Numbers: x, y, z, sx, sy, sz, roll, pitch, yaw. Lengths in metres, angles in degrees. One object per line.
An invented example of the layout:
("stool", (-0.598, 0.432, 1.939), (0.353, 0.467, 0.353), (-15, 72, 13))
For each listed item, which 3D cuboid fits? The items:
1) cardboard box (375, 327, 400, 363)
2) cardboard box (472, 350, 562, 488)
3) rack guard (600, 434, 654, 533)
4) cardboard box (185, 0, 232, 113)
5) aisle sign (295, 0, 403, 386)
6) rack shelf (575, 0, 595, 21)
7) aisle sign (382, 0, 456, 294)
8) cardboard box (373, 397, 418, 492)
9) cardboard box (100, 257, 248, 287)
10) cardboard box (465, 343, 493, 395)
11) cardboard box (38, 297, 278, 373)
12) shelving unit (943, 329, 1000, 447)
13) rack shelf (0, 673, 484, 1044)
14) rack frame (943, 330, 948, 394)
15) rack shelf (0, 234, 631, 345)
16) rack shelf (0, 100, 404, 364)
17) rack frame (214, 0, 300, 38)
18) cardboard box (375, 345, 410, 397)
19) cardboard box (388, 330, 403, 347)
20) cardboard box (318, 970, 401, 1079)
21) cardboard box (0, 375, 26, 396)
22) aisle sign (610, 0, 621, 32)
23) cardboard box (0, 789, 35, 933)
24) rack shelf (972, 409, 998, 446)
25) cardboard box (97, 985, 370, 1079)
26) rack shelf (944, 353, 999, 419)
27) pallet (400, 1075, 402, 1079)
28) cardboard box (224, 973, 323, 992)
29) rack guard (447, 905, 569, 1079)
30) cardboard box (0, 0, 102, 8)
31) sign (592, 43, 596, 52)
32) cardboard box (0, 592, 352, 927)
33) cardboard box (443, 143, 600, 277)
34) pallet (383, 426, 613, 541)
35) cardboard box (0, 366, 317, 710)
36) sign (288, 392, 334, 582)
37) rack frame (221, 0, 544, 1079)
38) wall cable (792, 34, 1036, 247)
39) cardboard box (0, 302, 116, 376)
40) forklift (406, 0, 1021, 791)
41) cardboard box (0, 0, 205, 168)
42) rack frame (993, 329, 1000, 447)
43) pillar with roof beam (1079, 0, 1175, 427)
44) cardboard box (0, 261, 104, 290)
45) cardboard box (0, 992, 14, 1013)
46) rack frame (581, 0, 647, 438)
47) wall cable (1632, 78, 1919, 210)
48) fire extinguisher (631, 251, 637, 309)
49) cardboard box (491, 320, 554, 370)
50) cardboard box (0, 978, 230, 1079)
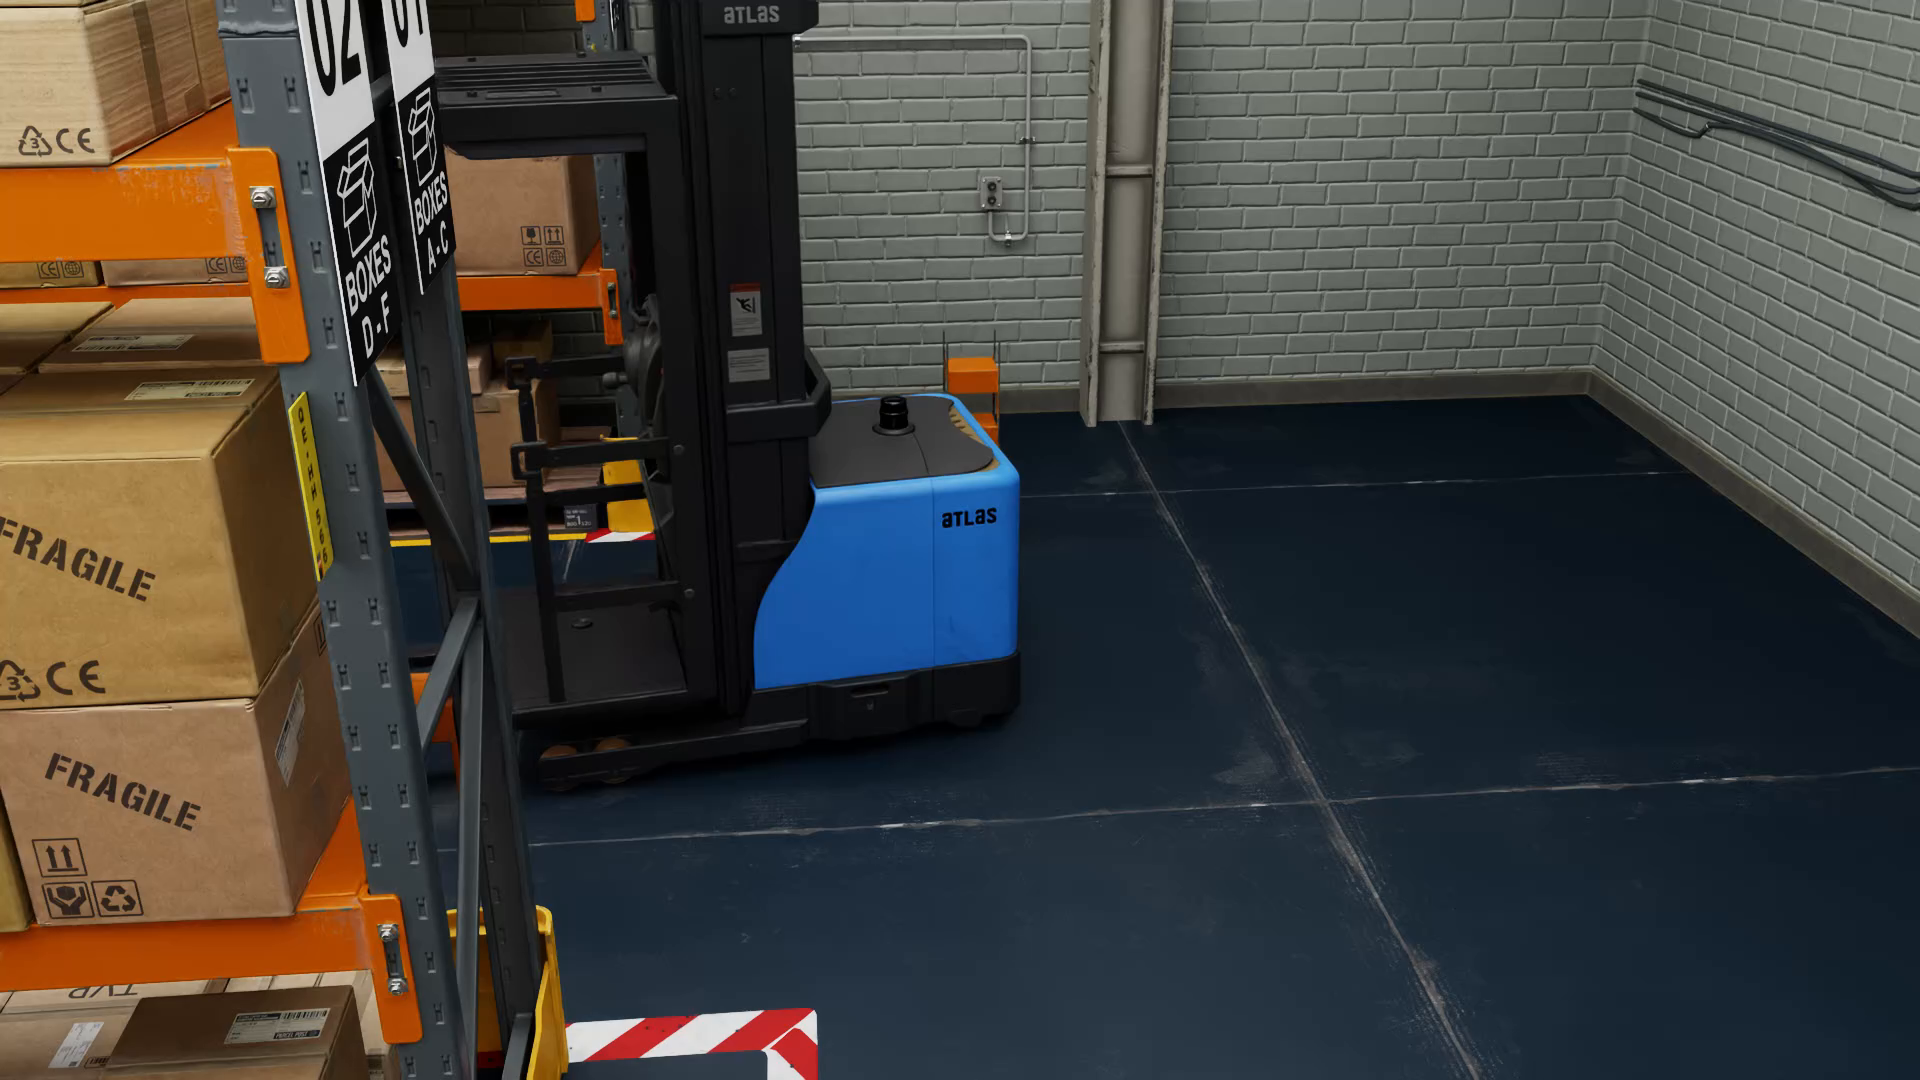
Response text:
("cardboard box", (-3.011, -0.980, 8.523), (0.250, 0.149, 0.380), (-2, 24, -5))
("cardboard box", (-2.362, -0.628, 8.530), (0.500, 0.500, 0.700), (-2, 24, -5))
("rack guard", (-1.652, -0.505, 8.772), (0.348, 0.500, 1.175), (-2, 24, -5))
("cardboard box", (-1.721, -1.029, 3.364), (0.500, 0.250, 0.500), (-2, 24, -5))
("aisle sign", (-1.087, -0.711, 2.957), (0.004, 0.787, 0.394), (-2, 24, -5))
("rack shelf", (-3.666, -2.609, 7.619), (4.000, 0.370, 1.077), (-2, 24, -5))
("aisle sign", (-1.146, -0.954, 3.503), (0.004, 0.787, 0.394), (-2, 24, -5))
("cardboard box", (-2.860, -0.608, 8.485), (0.500, 0.500, 0.700), (-2, 24, -5))
("cardboard box", (-3.665, -1.699, 8.010), (0.700, 0.700, 0.980), (-3, 24, -8))
("cardboard box", (-2.472, -0.846, 8.221), (0.250, 0.149, 0.380), (-3, 24, -6))
("cardboard box", (-1.652, -0.236, 3.734), (0.500, 0.500, 0.500), (-2, 24, -4))
("shelving unit", (0.053, -0.482, 8.042), (0.252, 1.050, 0.215), (-2, 24, -5))
("rack shelf", (-3.175, 0.764, 3.724), (4.000, 0.370, 1.077), (-2, 24, -5))
("rack frame", (-0.068, -0.477, 8.031), (0.008, 1.050, 0.200), (-2, 24, -5))
("rack shelf", (-3.666, -1.238, 8.228), (4.000, 0.370, 1.077), (-2, 24, -5))
("rack shelf", (-3.175, -0.607, 3.115), (4.000, 0.370, 1.077), (-2, 24, -5))
("rack frame", (-1.185, -2.386, 2.539), (0.127, 3.000, 1.000), (-2, 24, -5))
("cardboard box", (-2.726, -0.835, 8.198), (0.250, 0.149, 0.380), (-2, 24, -4))
("cardboard box", (-2.762, -0.990, 8.545), (0.250, 0.149, 0.380), (-2, 24, -5))
("cardboard box", (-1.635, 1.335, 4.522), (0.250, 0.149, 0.380), (-2, 24, -5))
("cardboard box", (-2.103, 0.002, 3.198), (0.500, 0.500, 0.500), (-2, 24, -4))
("aisle sign", (-1.574, -2.716, 7.467), (0.004, 0.787, 0.394), (-2, 24, -5))
("cardboard box", (-2.120, 0.460, 3.400), (0.500, 0.500, 0.500), (-2, 24, -5))
("rack shelf", (0.053, -0.472, 8.046), (0.240, 0.259, 0.215), (-2, 24, -5))
("cardboard box", (-1.702, 1.418, 3.903), (0.500, 0.500, 0.500), (-2, 24, -5))
("rack shelf", (0.053, -0.732, 7.931), (0.240, 0.259, 0.215), (-2, 24, -5))
("pallet", (-2.054, 1.665, 4.245), (1.213, 0.211, 1.003), (-2, 24, -5))
("cardboard box", (-1.884, 1.337, 4.496), (0.250, 0.166, 0.380), (-2, 24, -5))
("rack guard", (-1.260, 1.501, 4.258), (0.348, 0.500, 1.175), (-2, 24, -5))
("cardboard box", (-1.671, -1.052, 2.799), (0.500, 0.250, 0.500), (-2, 24, -5))
("sign", (-1.636, -2.064, 7.484), (0.005, 0.325, 0.100), (-2, 24, -5))
("cardboard box", (-1.604, 0.438, 3.449), (0.500, 0.500, 0.500), (-2, 24, -4))
("cardboard box", (-2.182, -1.759, 8.146), (0.700, 0.700, 0.980), (-1, 24, -3))
("pallet", (-2.463, -0.309, 8.685), (1.213, 0.211, 1.003), (-2, 24, -5))
("cardboard box", (-1.601, -0.018, 3.244), (0.500, 0.500, 0.500), (-3, 24, -6))
("sign", (-1.150, -0.093, 2.952), (0.005, 0.325, 0.100), (-2, 24, -5))
("rack frame", (-1.185, 0.355, 3.757), (0.127, 3.000, 1.000), (-2, 24, -5))
("wall cable", (-0.494, -2.544, 9.031), (1.851, 1.984, 0.084), (-2, 24, -5))
("cardboard box", (-2.172, -0.212, 3.680), (0.500, 0.500, 0.500), (-2, 24, -5))
("forklift", (-1.336, -0.647, 6.098), (3.031, 2.935, 1.130), (-6, 25, -14))
("cardboard box", (-1.670, -0.820, 2.893), (0.500, 0.250, 0.500), (-2, 24, -5))
("rack frame", (0.175, -0.487, 8.053), (0.008, 1.050, 0.200), (-2, 24, -5))
("pillar with roof beam", (1.350, -3.105, 4.158), (0.400, 9.000, 9.100), (-2, 24, -5))
("cardboard box", (-4.388, -1.666, 7.936), (0.700, 0.700, 0.980), (-3, 24, -6))
("cardboard box", (-2.749, 1.358, 4.346), (0.500, 0.250, 0.500), (-2, 24, -5))
("rack frame", (-1.675, -1.647, 8.262), (0.127, 3.000, 1.000), (-2, 24, -5))
("wall cable", (3.988, -3.051, 7.857), (0.112, 2.526, 3.097), (-2, 24, -5))
("fire extinguisher", (-1.480, -1.260, 7.947), (0.183, 0.674, 0.296), (-2, 24, -5))
("cardboard box", (-2.257, -1.010, 8.592), (0.250, 0.149, 0.380), (-2, 24, -5))
("cardboard box", (-2.251, 1.338, 4.391), (0.500, 0.250, 0.500), (-2, 24, -5))
